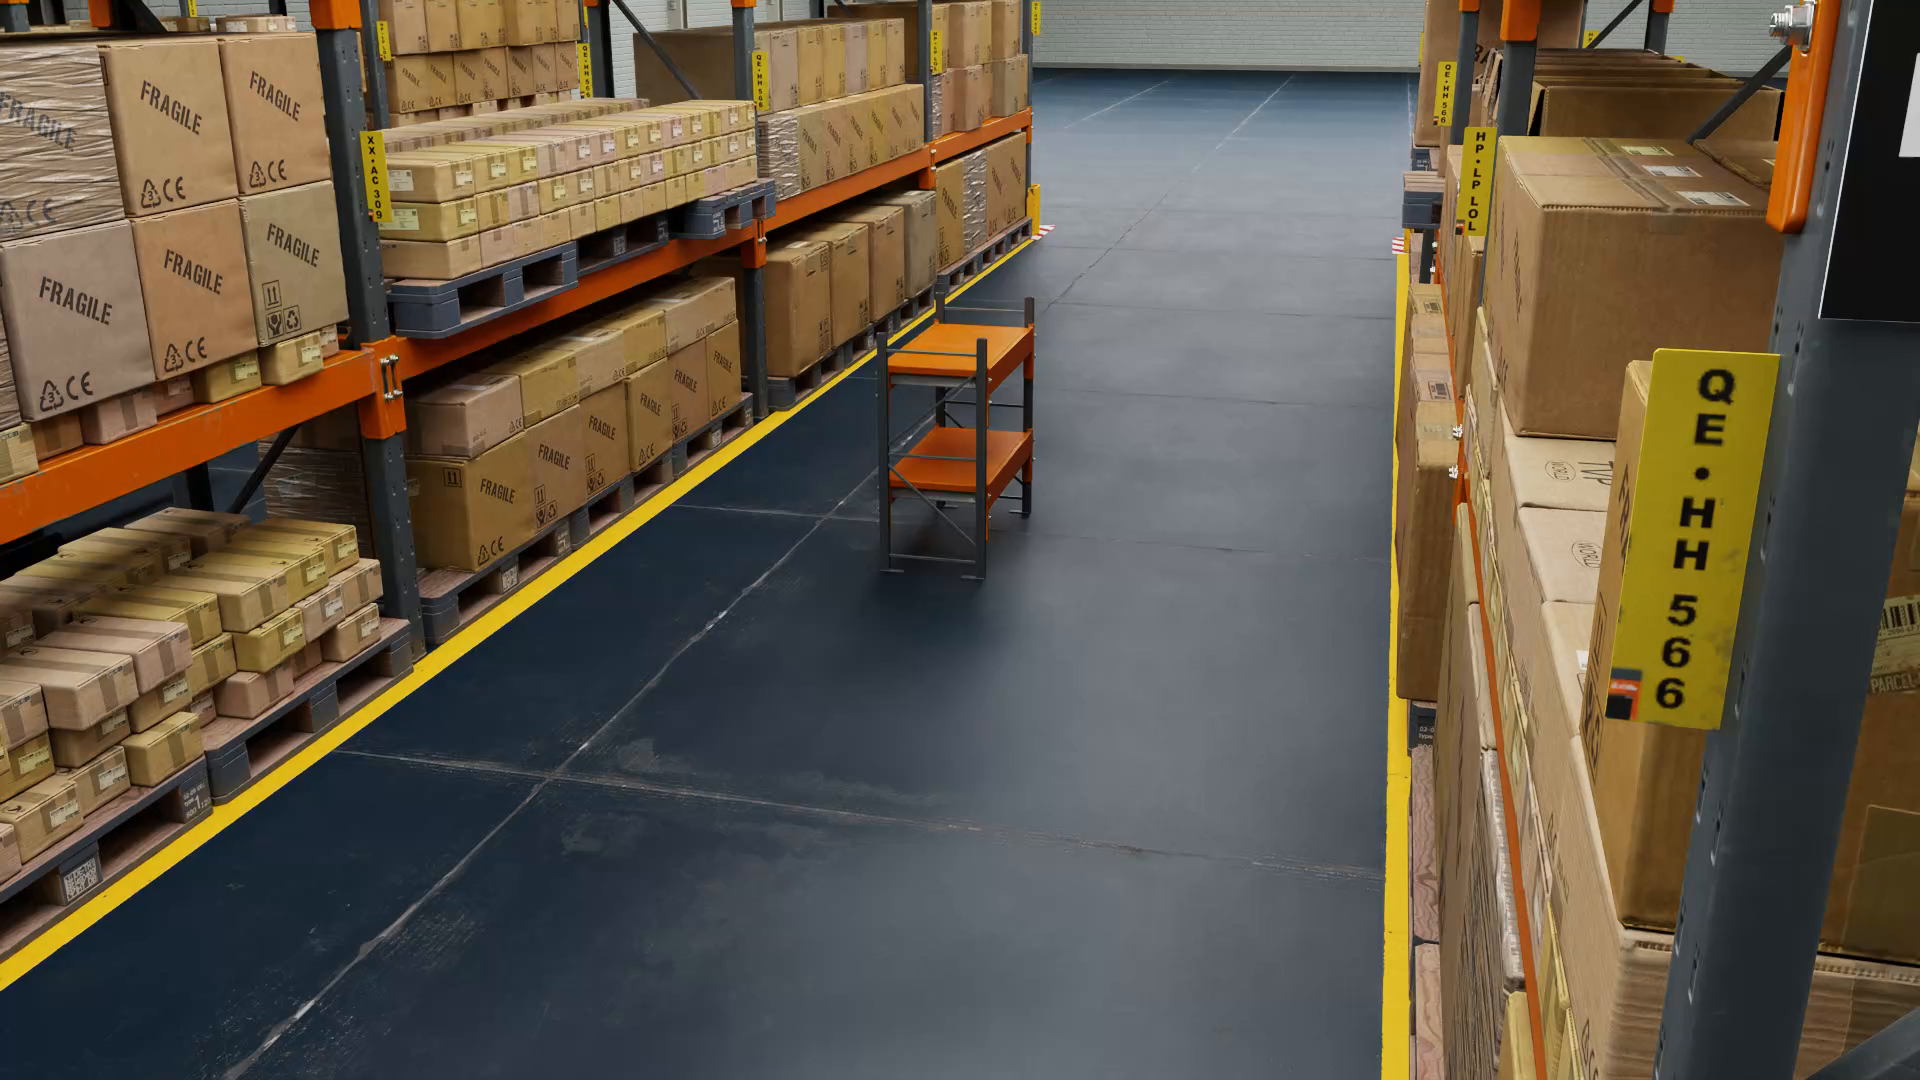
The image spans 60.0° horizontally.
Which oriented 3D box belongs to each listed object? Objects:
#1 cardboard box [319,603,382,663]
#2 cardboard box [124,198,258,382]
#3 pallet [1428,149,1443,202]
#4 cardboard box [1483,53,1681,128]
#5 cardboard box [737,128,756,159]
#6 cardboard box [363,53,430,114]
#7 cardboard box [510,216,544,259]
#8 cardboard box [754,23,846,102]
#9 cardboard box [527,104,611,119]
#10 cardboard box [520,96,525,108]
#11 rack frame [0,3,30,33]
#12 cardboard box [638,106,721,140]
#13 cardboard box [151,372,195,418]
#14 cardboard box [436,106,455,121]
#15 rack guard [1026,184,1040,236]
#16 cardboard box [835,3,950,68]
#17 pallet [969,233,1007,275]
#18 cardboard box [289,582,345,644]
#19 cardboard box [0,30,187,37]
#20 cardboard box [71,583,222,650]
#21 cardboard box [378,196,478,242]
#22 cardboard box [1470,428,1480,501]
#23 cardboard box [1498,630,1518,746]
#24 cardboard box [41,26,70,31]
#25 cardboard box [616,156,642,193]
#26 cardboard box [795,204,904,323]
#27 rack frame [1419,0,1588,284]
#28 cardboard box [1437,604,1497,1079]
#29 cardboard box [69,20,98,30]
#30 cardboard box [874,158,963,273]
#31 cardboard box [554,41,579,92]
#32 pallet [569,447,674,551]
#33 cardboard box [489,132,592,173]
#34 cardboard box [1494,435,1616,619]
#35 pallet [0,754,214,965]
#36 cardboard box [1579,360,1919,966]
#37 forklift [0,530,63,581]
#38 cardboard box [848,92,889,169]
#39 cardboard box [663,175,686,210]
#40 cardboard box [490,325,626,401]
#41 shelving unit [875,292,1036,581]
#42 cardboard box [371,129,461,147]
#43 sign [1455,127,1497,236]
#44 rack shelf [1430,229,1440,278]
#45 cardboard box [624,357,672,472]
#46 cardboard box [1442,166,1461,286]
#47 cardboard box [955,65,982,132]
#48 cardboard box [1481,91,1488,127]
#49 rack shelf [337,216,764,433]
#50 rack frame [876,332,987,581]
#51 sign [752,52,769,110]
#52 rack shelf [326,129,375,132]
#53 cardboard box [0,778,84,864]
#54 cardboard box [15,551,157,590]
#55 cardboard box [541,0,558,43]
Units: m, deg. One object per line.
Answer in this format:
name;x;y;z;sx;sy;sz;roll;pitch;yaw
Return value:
cardboard box;-2.444;0.335;6.328;0.380;0.149;0.250;5;19;14
cardboard box;-2.651;-0.817;5.324;0.500;0.500;0.500;4;19;12
pallet;3.528;-2.329;10.662;1.003;0.211;1.213;5;19;13
cardboard box;2.728;-1.886;7.362;0.797;0.503;0.637;5;20;15
cardboard box;-1.380;-2.249;9.410;0.380;0.149;0.250;5;20;15
cardboard box;-5.171;-4.136;15.042;0.500;0.500;0.500;5;19;13
cardboard box;-2.009;-1.298;7.086;0.380;0.149;0.250;5;19;14
cardboard box;-1.212;-3.359;11.681;0.700;0.500;0.500;4;19;13
cardboard box;-2.129;-2.290;9.070;0.380;0.149;0.250;5;19;13
cardboard box;-4.725;-4.514;17.151;0.380;0.149;0.250;5;19;14
rack frame;-6.526;-2.578;11.096;1.000;3.000;0.127;5;19;13
cardboard box;-1.504;-2.230;8.895;0.380;0.149;0.250;5;20;15
cardboard box;-2.731;-0.495;5.384;0.380;0.149;0.250;4;19;12
cardboard box;-5.020;-4.030;15.736;0.380;0.149;0.250;5;20;15
rack guard;0.259;-3.551;17.811;1.175;0.500;0.348;5;19;13
cardboard box;-0.579;-4.349;14.378;0.875;0.550;0.550;5;19;13
pallet;-0.166;-2.769;15.968;1.003;0.211;1.213;5;19;13
cardboard box;-2.501;0.254;6.105;0.380;0.149;0.250;4;19;11
cardboard box;-3.025;-1.505;5.790;0.500;0.500;0.500;5;20;15
cardboard box;-2.730;0.272;5.590;0.380;0.149;0.250;5;20;15
cardboard box;-2.136;-1.273;6.553;0.380;0.149;0.250;5;19;14
cardboard box;1.584;-0.192;4.497;0.380;0.149;0.250;5;20;15
cardboard box;1.208;0.291;3.083;0.380;0.149;0.250;5;19;14
cardboard box;-9.638;-5.362;17.626;0.380;0.149;0.250;5;19;14
cardboard box;-1.756;-1.764;7.989;0.380;0.149;0.250;4;19;12
cardboard box;-1.028;-2.103;12.536;1.050;0.750;0.750;5;19;13
rack frame;4.061;-3.050;12.475;1.000;3.000;0.127;5;19;13
cardboard box;1.648;0.747;3.997;0.875;0.875;0.875;5;19;13
cardboard box;-6.400;-3.807;12.426;0.380;0.149;0.250;4;19;11
cardboard box;-0.502;-2.858;14.551;0.875;0.875;0.875;5;19;14
cardboard box;-4.437;-5.082;17.811;0.500;0.500;0.500;4;19;12
pallet;-2.194;-0.274;8.662;1.003;0.211;1.213;5;19;13
cardboard box;-1.883;-1.740;7.461;0.380;0.149;0.250;4;19;13
cardboard box;1.362;-0.013;3.357;0.500;0.250;0.500;5;19;13
pallet;-3.104;0.951;5.077;1.003;0.211;1.213;5;19;13
cardboard box;0.993;0.113;1.826;0.500;0.500;0.500;5;19;14
forklift;-4.858;-1.214;7.208;1.130;2.935;3.031;5;19;14
cardboard box;-0.839;-3.019;12.231;0.500;0.500;0.500;5;19;14
cardboard box;-1.629;-1.788;8.519;0.380;0.149;0.250;4;19;11
cardboard box;-1.985;-0.874;8.162;0.500;0.250;0.500;5;20;15
shelving unit;-0.002;-0.530;8.000;0.538;1.125;1.048;5;19;13
cardboard box;-2.512;-1.792;7.613;0.380;0.149;0.250;4;19;12
sign;1.578;-1.092;5.076;0.100;0.325;0.005;5;19;13
rack shelf;3.572;-2.082;10.756;1.077;0.370;4.000;5;19;13
cardboard box;-1.852;-0.679;8.751;0.500;0.500;0.500;4;19;11
cardboard box;2.456;-1.390;7.461;0.500;0.500;0.500;4;19;12
cardboard box;-0.287;-3.995;15.010;0.875;0.550;0.550;5;19;13
cardboard box;3.177;-2.214;9.225;0.500;0.500;0.500;2;19;7
rack shelf;-2.190;-1.252;8.325;1.077;0.370;4.000;5;19;13
rack frame;-0.126;-0.371;7.533;0.500;1.125;0.032;5;19;13
sign;-1.173;-2.690;9.753;0.100;0.325;0.005;5;19;13
rack shelf;-5.060;-4.119;16.718;1.077;0.370;4.000;5;19;13
cardboard box;-2.852;0.814;4.925;0.380;0.149;0.250;5;19;13
cardboard box;-3.102;0.160;5.920;0.380;0.149;0.250;4;19;13
cardboard box;-4.615;-5.412;17.229;0.700;0.500;0.500;5;19;14
